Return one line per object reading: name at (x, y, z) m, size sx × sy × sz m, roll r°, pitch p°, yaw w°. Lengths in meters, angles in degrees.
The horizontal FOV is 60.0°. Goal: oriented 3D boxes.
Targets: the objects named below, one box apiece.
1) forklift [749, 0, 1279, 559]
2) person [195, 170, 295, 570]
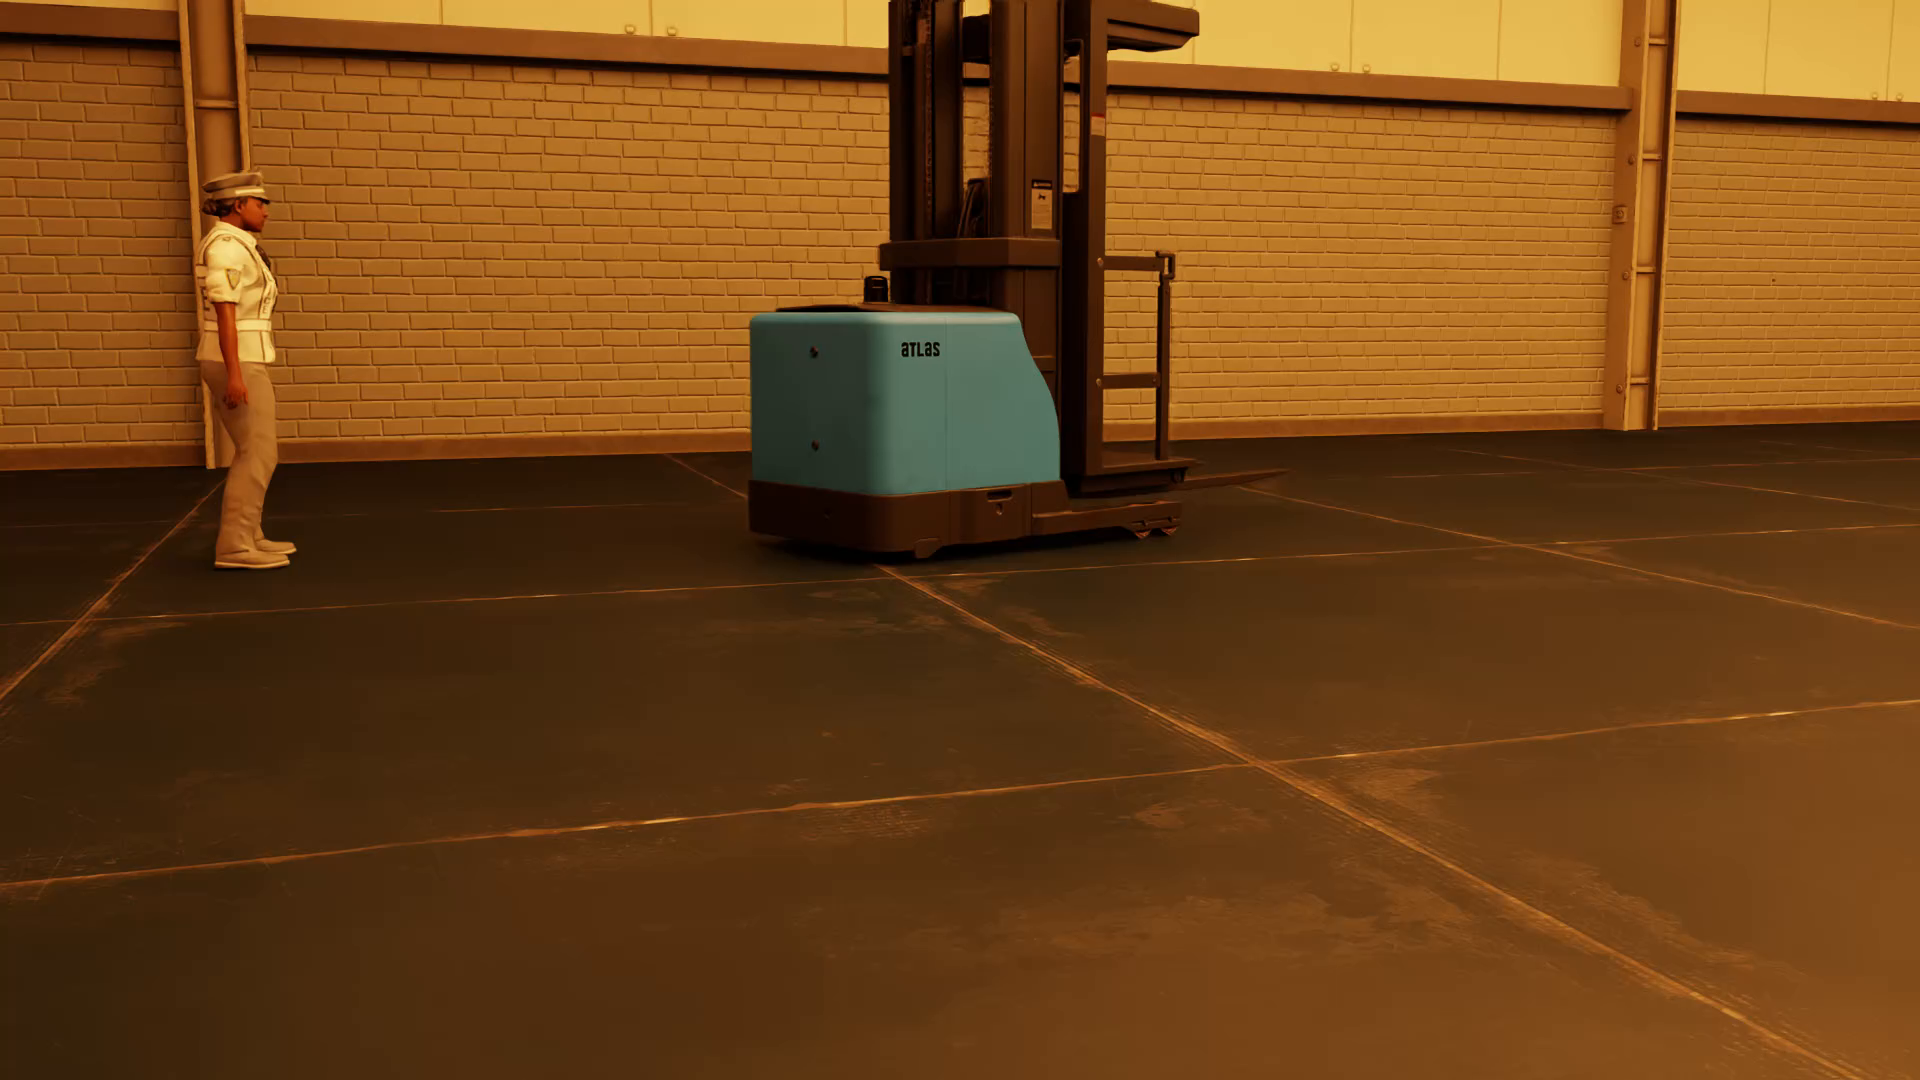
forklift at (0.439, -1.513, 8.174) m, size 3.031 × 2.935 × 1.130 m, roll -7°, pitch 11°, yaw -44°
person at (-3.040, -0.723, 7.056) m, size 0.362 × 1.668 × 0.586 m, roll -4°, pitch 9°, yaw -27°
